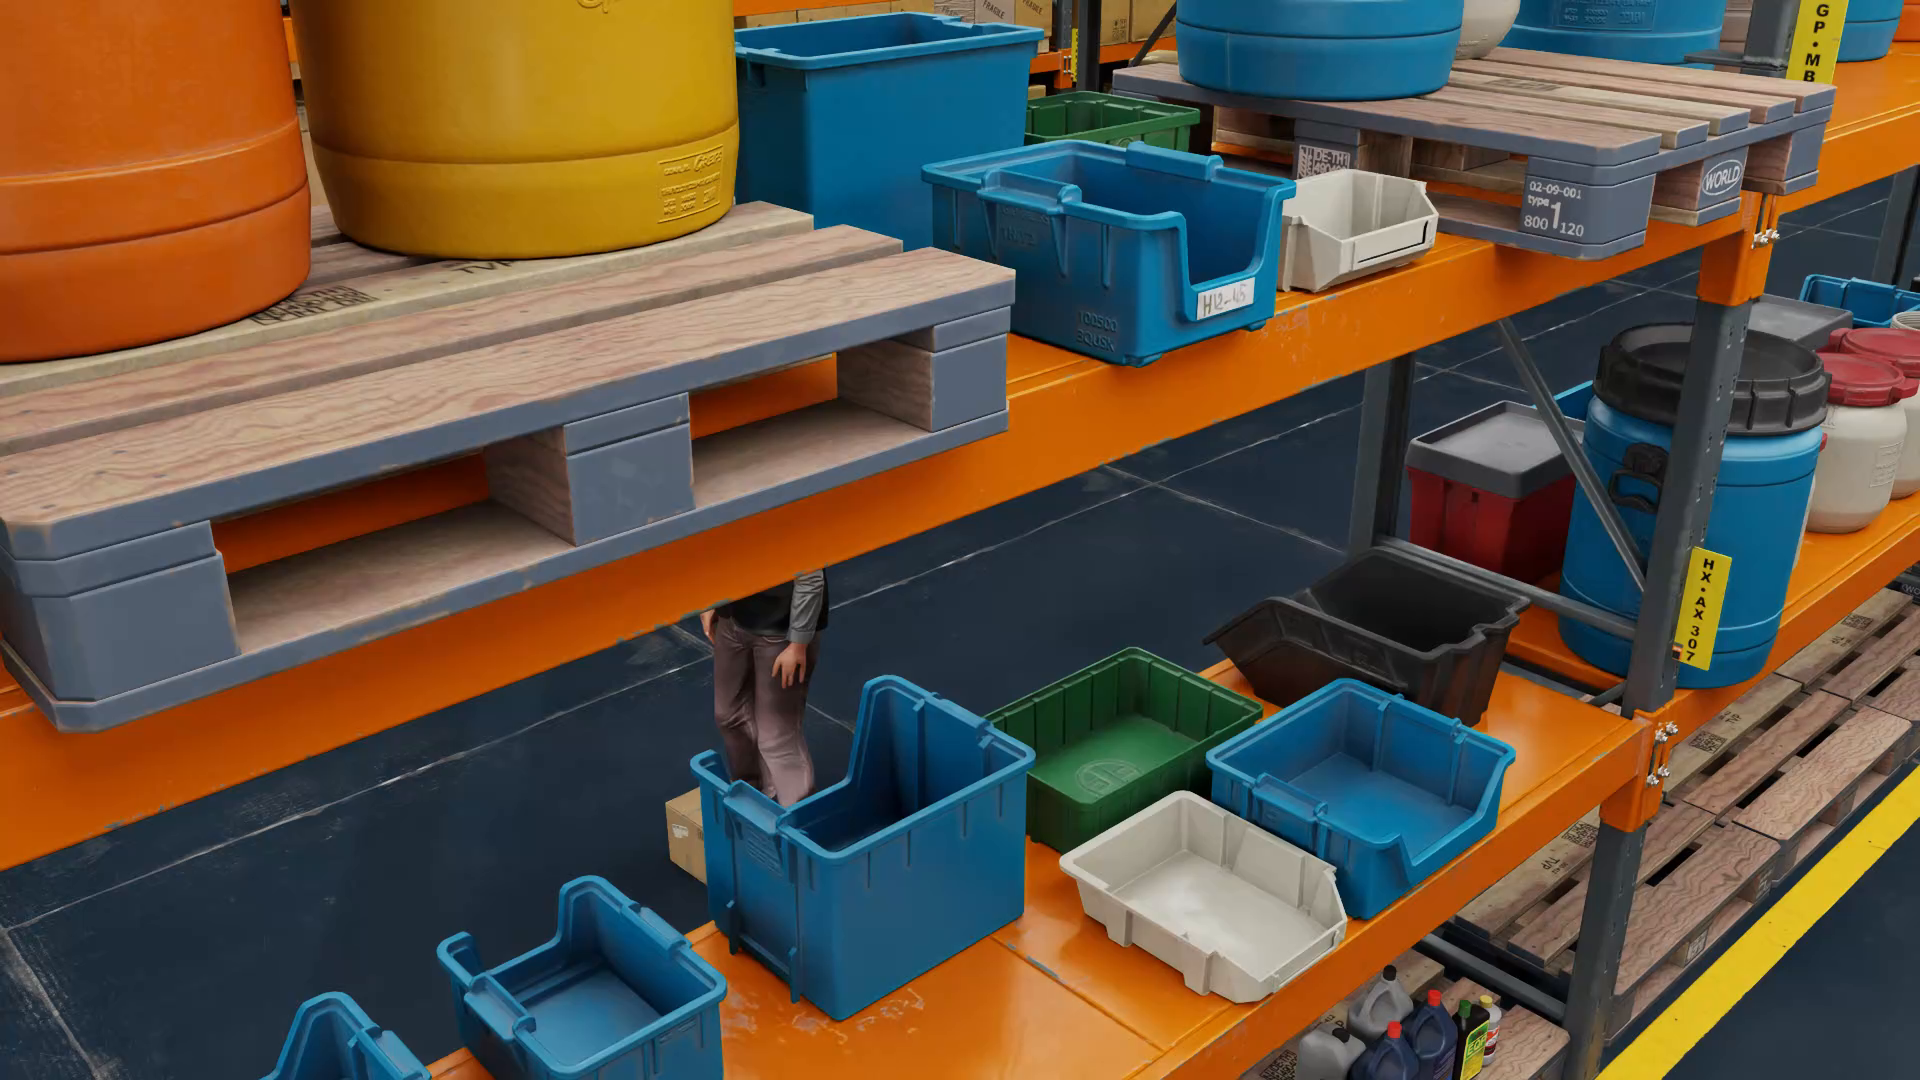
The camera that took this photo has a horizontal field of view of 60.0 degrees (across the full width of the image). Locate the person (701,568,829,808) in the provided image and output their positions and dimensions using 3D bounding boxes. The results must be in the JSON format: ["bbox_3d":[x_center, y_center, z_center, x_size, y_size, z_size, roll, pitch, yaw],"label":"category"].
[{"bbox_3d":[-0.694,0.310,5.941,0.419,1.721,0.581,-21,31,-38],"label":"person"}]
